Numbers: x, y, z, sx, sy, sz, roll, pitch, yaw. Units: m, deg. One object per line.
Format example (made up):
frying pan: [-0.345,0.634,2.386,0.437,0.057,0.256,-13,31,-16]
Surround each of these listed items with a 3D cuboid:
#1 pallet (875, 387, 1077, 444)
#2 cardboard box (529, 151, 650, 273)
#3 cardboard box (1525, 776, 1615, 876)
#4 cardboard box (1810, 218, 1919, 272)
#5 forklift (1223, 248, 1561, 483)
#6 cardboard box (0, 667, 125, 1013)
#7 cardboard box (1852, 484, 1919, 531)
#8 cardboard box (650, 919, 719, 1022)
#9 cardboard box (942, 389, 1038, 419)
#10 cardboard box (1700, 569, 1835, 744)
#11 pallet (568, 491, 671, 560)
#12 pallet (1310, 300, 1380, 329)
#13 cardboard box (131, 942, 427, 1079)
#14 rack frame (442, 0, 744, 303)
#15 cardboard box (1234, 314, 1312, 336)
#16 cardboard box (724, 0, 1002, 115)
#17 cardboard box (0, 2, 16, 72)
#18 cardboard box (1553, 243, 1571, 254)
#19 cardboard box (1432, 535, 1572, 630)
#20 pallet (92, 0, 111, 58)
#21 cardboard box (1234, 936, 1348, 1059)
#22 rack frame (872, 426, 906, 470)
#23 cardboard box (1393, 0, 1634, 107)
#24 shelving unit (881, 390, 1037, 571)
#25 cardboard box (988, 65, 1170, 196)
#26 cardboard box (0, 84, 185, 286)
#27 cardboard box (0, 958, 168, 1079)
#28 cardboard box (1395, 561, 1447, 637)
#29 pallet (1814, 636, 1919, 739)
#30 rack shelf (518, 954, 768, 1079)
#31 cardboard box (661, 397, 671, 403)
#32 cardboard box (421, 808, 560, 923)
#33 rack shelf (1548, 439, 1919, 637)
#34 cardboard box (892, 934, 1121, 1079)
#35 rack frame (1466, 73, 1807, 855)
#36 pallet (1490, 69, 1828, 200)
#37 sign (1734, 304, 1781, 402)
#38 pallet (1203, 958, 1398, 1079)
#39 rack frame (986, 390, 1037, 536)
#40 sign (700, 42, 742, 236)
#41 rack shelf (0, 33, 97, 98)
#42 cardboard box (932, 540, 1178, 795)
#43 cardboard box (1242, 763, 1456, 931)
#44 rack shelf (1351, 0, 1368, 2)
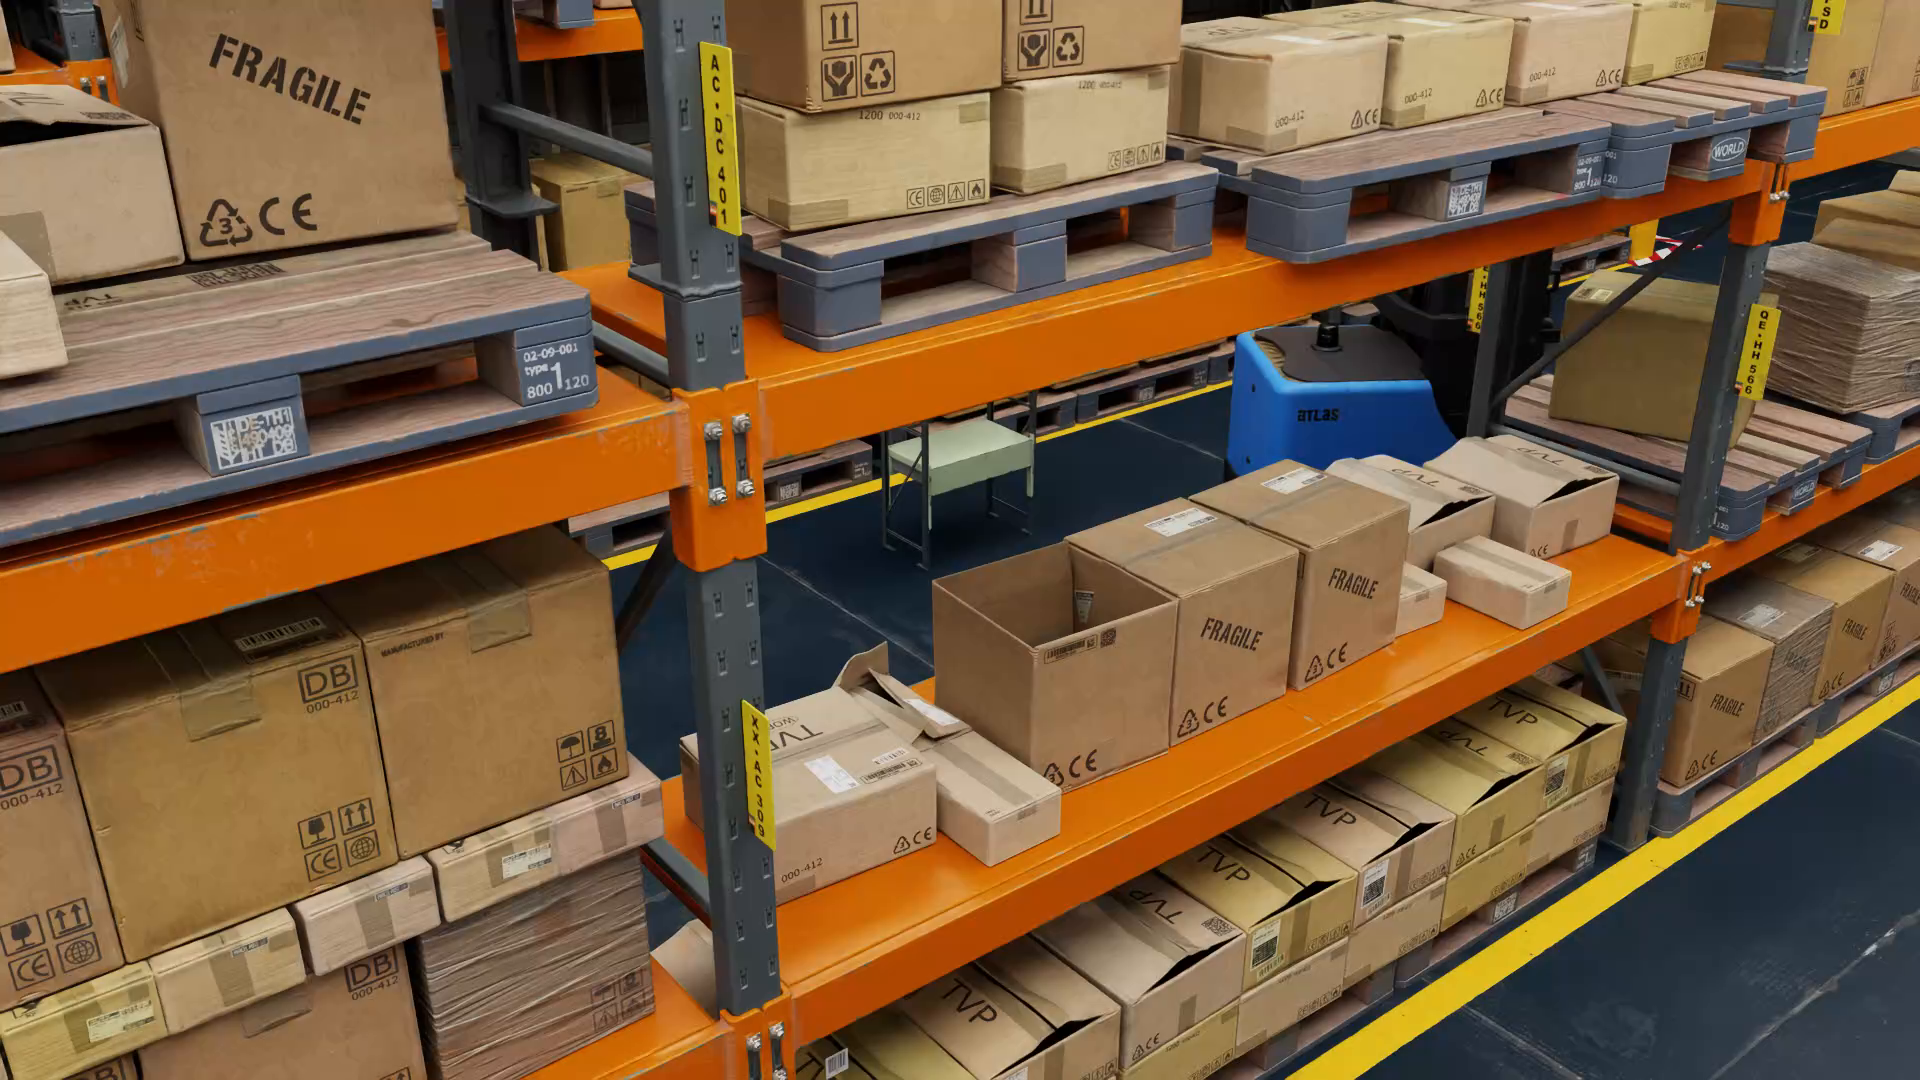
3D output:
pallet: [-0.011,-0.853,10.837,1.213,0.211,1.003,-18,31,-34]
cardboard box: [-2.008,-1.726,8.765,0.500,0.500,0.700,-18,31,-34]
cardboard box: [2.118,0.977,6.350,0.500,0.250,0.500,-17,30,-33]
cardboard box: [4.177,-1.093,7.425,0.700,0.500,0.500,18,30,33]
forklift: [3.059,-1.384,8.751,3.031,2.935,1.130,-2,25,-4]
cardboard box: [-1.903,0.486,2.979,0.500,0.500,0.700,-18,31,-34]
cardboard box: [4.529,0.076,7.969,0.500,0.500,0.500,-18,30,-33]
cardboard box: [-0.624,1.344,4.893,0.500,0.311,0.500,-18,31,-34]
cardboard box: [-0.018,-1.301,10.544,0.750,0.750,0.750,-19,31,-35]
cardboard box: [3.325,0.475,7.110,0.500,0.500,0.500,-20,31,-36]
pallet: [-2.253,-0.155,9.334,1.213,0.211,1.003,-18,31,-34]
pallet: [3.116,-1.884,13.058,1.213,0.211,1.003,-18,31,-34]
cardboard box: [-1.522,0.953,3.516,0.500,0.500,0.700,-19,31,-35]
rack frame: [-0.766,-1.980,2.826,0.127,3.000,1.000,-18,31,-34]
cardboard box: [2.038,-1.980,12.008,0.750,0.750,0.750,-18,30,-33]
cardboard box: [-0.256,-1.229,3.560,0.500,0.500,0.500,-18,30,-33]
cardboard box: [-4.072,-2.100,6.506,0.500,0.500,0.500,-17,30,-33]
cardboard box: [4.735,-2.728,14.034,0.500,0.500,0.700,-18,31,-34]
cardboard box: [1.845,0.141,5.680,0.250,0.149,0.380,-18,31,-34]
pallet: [-3.274,-2.299,7.301,1.003,0.211,1.213,-18,31,-34]
cardboard box: [0.914,1.376,5.490,0.500,0.250,0.500,-18,30,-33]
rack frame: [-0.678,-1.938,9.862,0.127,3.000,1.000,-18,31,-34]
cardboard box: [1.658,-1.502,5.040,0.500,0.250,0.500,-17,30,-33]
shelving unit: [-0.005,-0.679,8.931,0.755,1.500,0.431,-18,31,-34]
cardboard box: [0.155,-1.042,4.049,0.500,0.250,0.500,-22,33,-39]
cardboard box: [-1.750,-0.649,2.963,0.500,0.311,0.500,-20,32,-37]
cardboard box: [-1.650,0.807,3.058,0.250,0.149,0.380,-18,31,-34]
cardboard box: [1.413,0.166,5.627,0.250,0.149,0.380,-16,29,-30]
pallet: [3.952,0.471,7.985,1.213,0.211,1.003,-18,31,-34]
rack shelf: [-2.340,1.587,3.121,4.000,0.370,1.077,-18,31,-34]
cardboard box: [-1.689,-0.704,9.650,0.500,0.500,0.700,-18,31,-34]
cardboard box: [-1.043,0.607,3.490,0.250,0.149,0.380,-19,31,-35]
rack shelf: [3.956,-0.491,7.599,4.000,0.370,1.077,-18,31,-34]
cardboard box: [0.110,1.391,4.792,0.500,0.311,0.500,-19,31,-35]
rack frame: [2.382,-0.298,6.328,0.127,3.000,1.000,-18,31,-34]
pallet: [1.903,-1.367,5.293,1.003,0.211,1.213,-17,30,-32]
sign: [2.727,-0.640,5.690,0.005,0.325,0.100,-18,31,-34]
pallet: [0.750,1.483,5.803,1.213,0.211,1.003,-18,31,-34]
rack frame: [0.283,-0.774,9.135,0.023,1.500,0.400,-18,31,-34]
sign: [-0.422,-0.706,2.937,0.005,0.325,0.100,-18,31,-34]
rack shelf: [-5.399,-1.413,6.024,4.000,0.370,1.077,-18,31,-34]
cardboard box: [0.263,0.365,4.781,0.500,0.500,0.500,-16,29,-30]
cardboard box: [1.318,0.990,5.656,0.500,0.311,0.500,-18,31,-34]
rack shelf: [0.896,-3.492,10.501,4.000,0.370,1.077,-18,31,-34]
